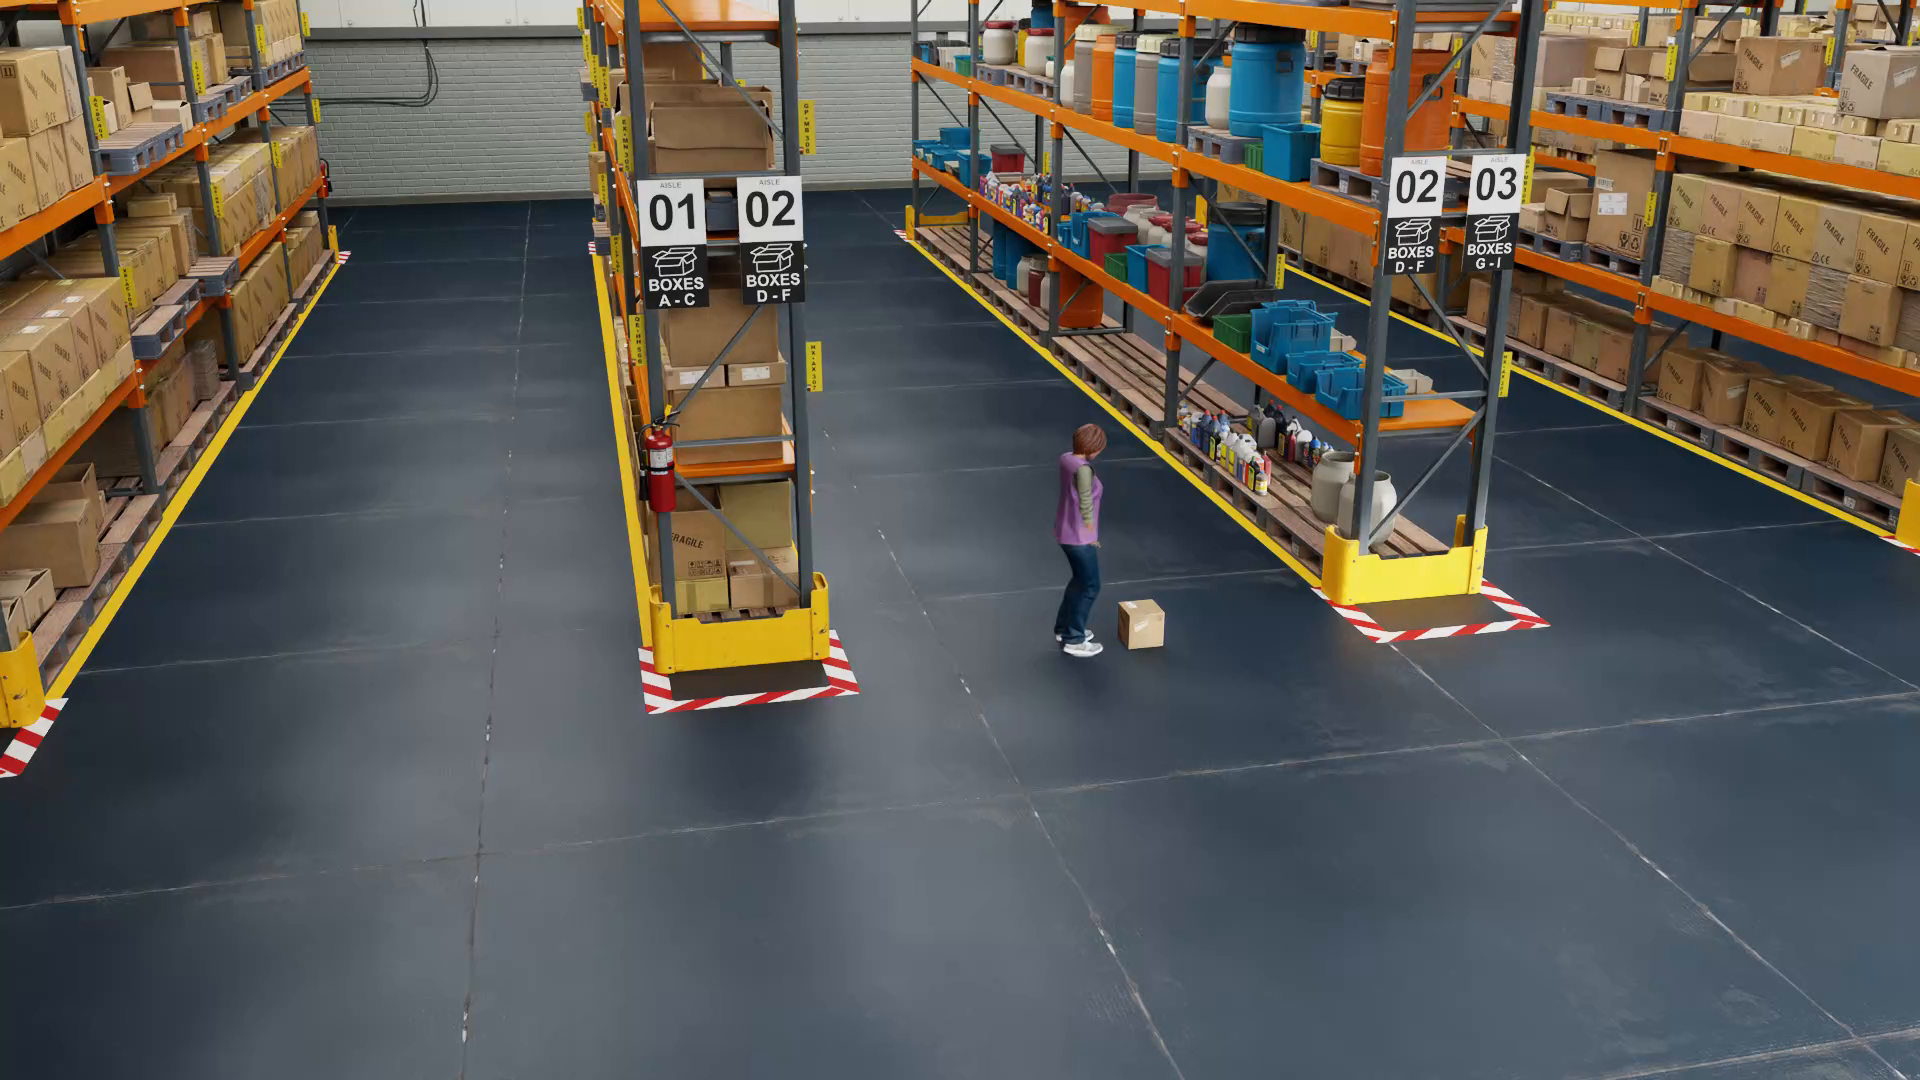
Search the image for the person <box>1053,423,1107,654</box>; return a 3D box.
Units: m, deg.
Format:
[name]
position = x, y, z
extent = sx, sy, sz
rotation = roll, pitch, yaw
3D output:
[person]
position = 0.796, -0.009, 11.180
extent = 0.341, 1.562, 0.417
rotation = -4, 20, -11
